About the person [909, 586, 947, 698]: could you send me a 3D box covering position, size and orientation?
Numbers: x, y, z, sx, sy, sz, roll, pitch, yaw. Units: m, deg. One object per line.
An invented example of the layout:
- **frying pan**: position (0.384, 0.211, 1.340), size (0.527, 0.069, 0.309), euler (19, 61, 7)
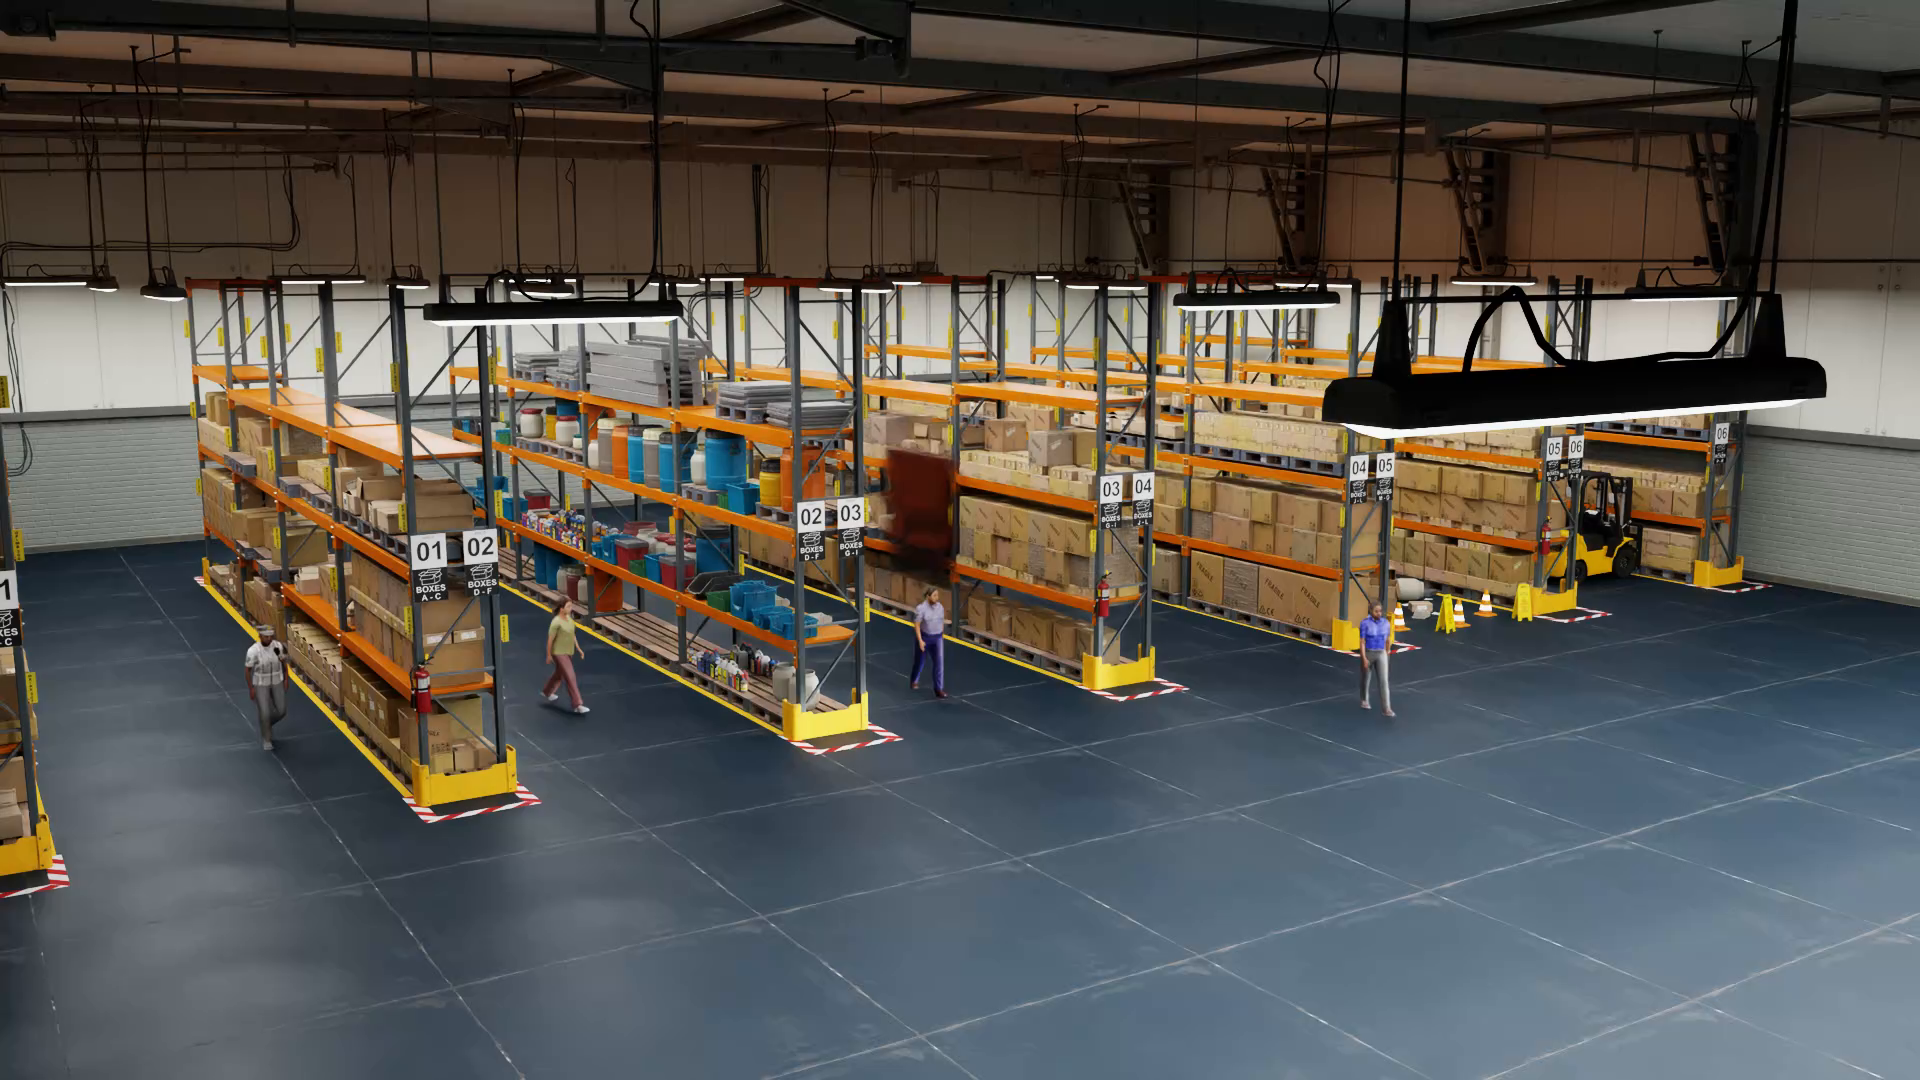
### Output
- **person**: position (-0.426, 1.474, 24.325), size (0.544, 1.598, 0.976), euler (-5, 11, -29)

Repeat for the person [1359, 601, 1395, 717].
- **person**: position (5.812, 1.647, 23.262), size (0.464, 1.609, 1.005), euler (1, 10, 5)

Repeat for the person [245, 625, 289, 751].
- **person**: position (-9.117, 1.895, 21.852), size (0.540, 1.658, 0.554), euler (-8, 12, -40)

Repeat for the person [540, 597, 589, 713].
- **person**: position (-5.624, 1.598, 23.550), size (1.099, 1.612, 0.515), euler (6, 11, 32)
